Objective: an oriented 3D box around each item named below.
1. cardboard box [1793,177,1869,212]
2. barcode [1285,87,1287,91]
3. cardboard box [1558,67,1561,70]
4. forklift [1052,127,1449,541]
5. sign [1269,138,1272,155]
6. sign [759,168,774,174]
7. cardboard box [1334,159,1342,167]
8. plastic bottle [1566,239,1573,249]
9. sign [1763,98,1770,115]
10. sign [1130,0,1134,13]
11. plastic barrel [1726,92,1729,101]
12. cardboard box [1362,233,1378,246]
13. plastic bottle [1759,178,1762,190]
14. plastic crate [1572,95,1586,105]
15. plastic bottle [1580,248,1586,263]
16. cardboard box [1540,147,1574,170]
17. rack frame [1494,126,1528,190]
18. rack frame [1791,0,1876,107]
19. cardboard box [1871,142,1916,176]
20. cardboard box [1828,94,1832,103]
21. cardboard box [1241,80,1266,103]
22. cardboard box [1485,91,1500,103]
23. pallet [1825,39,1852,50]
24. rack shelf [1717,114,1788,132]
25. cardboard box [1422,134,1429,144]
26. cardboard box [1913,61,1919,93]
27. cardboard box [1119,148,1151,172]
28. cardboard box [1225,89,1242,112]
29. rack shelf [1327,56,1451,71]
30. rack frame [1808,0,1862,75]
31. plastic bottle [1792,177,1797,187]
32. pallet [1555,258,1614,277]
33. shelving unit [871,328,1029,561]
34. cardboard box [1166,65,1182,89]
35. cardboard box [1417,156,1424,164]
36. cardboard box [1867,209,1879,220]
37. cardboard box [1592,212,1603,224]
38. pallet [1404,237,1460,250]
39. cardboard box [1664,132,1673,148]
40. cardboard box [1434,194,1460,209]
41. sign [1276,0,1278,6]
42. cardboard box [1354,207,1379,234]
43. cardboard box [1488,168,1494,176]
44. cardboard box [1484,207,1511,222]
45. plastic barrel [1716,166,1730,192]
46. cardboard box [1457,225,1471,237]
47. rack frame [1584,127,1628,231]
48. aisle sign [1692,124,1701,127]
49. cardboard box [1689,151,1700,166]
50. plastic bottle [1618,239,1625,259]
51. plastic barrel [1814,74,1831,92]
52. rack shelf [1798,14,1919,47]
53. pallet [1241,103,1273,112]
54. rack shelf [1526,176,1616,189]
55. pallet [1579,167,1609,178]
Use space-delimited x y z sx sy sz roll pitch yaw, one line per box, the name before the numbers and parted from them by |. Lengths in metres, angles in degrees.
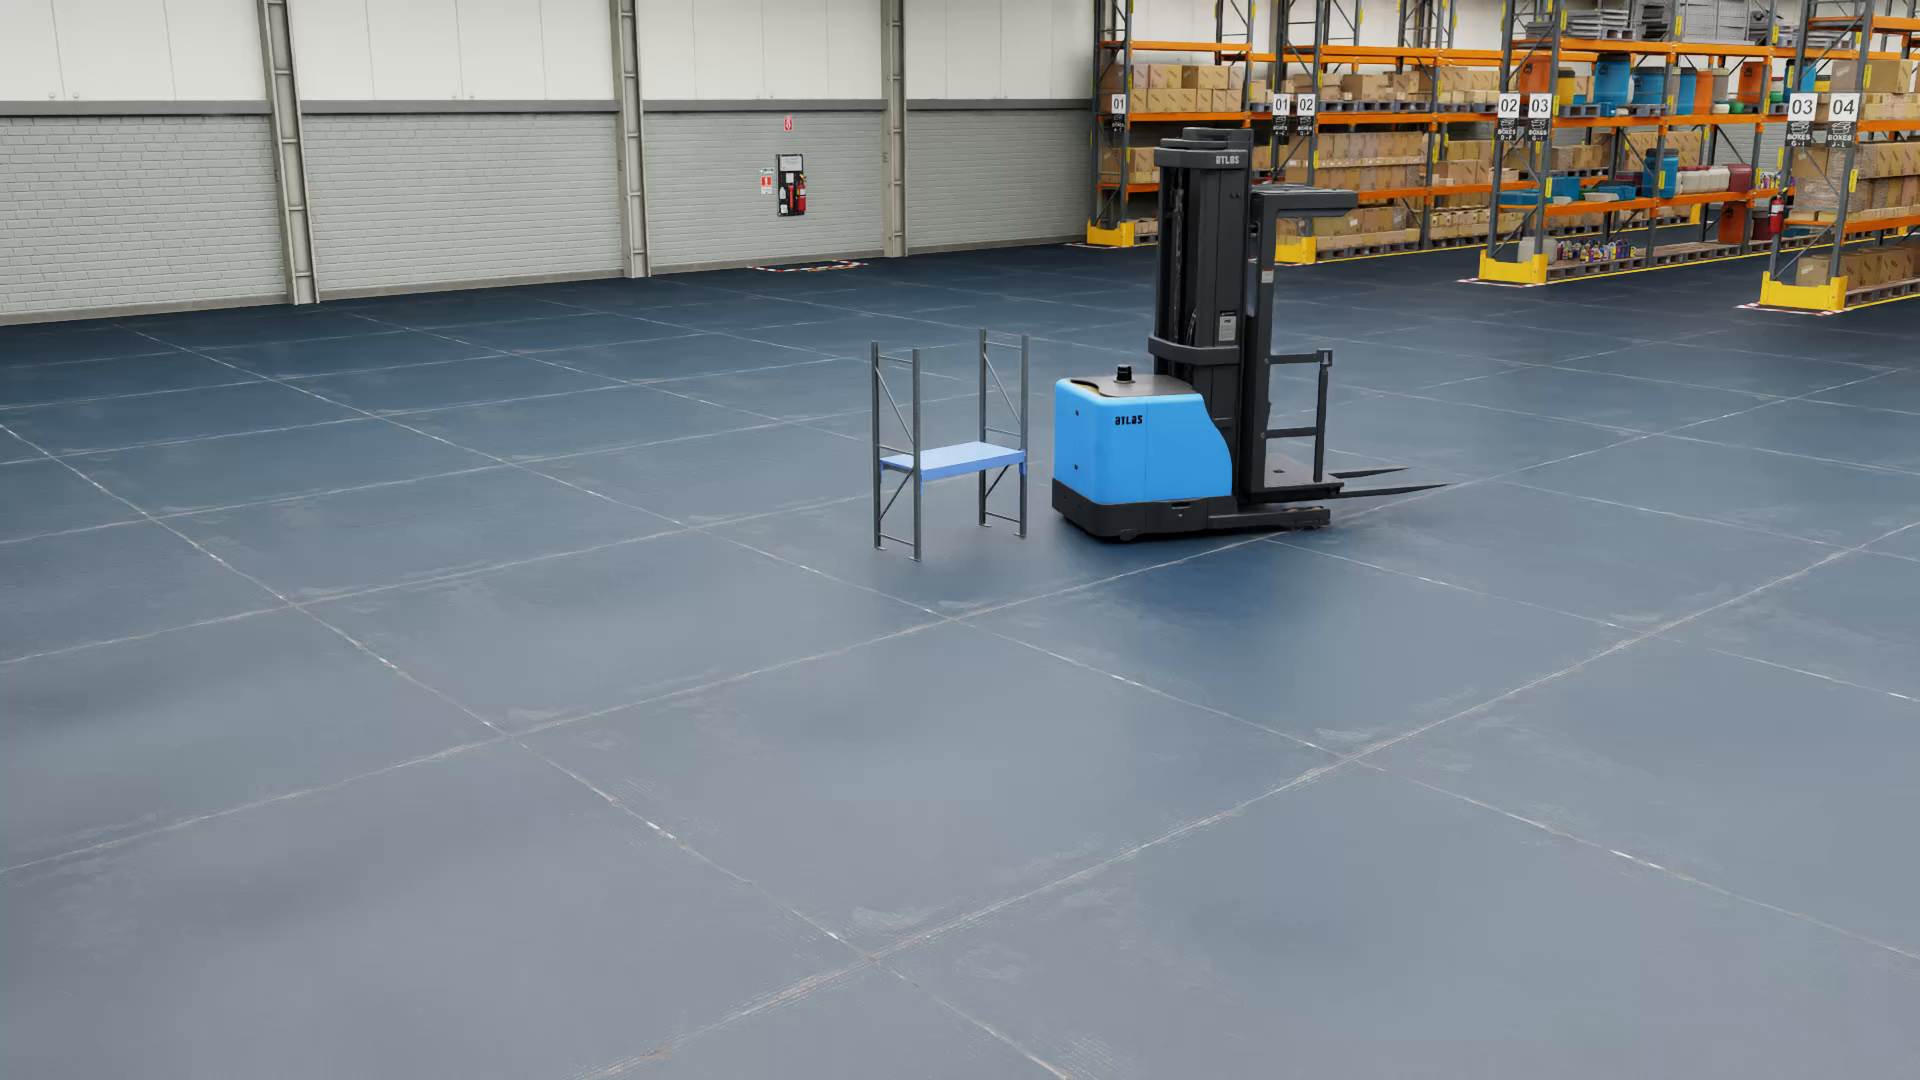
cardboard box | 13.439 -5.344 25.674 0.500 0.500 0.875 -13 19 -39
barcode | 6.417 -8.868 32.699 0.075 0.075 0.001 -13 19 -39
cardboard box | 13.259 -10.488 37.759 0.500 0.500 0.500 -13 19 -39
forklift | 2.288 -1.607 12.588 3.031 2.935 1.130 -4 16 -16
sign | 6.161 -7.775 32.843 0.005 0.325 0.100 -13 19 -39
sign | -3.679 -7.015 31.604 0.331 0.109 0.001 -13 19 -39
cardboard box | 7.330 -7.467 32.940 0.250 0.149 0.380 -13 19 -39
plastic bottle | 11.428 -5.479 31.229 0.185 0.351 0.144 -13 20 -40
sign | 16.157 -8.676 33.310 0.005 0.325 0.100 -13 19 -39
sign | 3.608 -11.239 34.926 0.005 0.325 0.100 -13 19 -39
plastic barrel | 15.355 -8.894 33.704 0.421 0.512 0.421 0 15 0
cardboard box | 8.190 -6.169 34.047 0.500 0.250 0.500 -13 19 -39
plastic bottle | 16.434 -7.346 34.189 0.097 0.271 0.097 0 15 0
plastic crate | 10.996 -7.851 30.050 0.575 0.384 0.392 -13 19 -39
plastic bottle | 11.327 -5.169 30.224 0.097 0.271 0.097 0 15 0
cardboard box | 13.758 -8.846 38.547 0.500 0.500 0.700 -9 17 -29
rack frame | 15.322 -10.667 46.374 0.127 3.000 1.000 -13 19 -39
rack frame | 13.006 -7.962 24.622 0.127 3.000 1.000 -13 19 -39
cardboard box | 14.731 -6.033 26.318 0.500 0.500 0.500 -13 19 -39
cardboard box | 13.284 -6.762 25.460 0.250 0.149 0.380 -13 20 -41
cardboard box | 6.734 -10.412 38.598 0.500 0.500 0.500 -9 18 -32
cardboard box | 11.413 -9.653 36.241 0.500 0.250 0.500 -13 20 -40
pallet | 18.204 -10.529 35.371 1.213 0.211 1.003 -13 19 -39
rack shelf | 17.299 -8.824 35.054 4.000 0.370 1.077 -13 19 -39
cardboard box | 11.728 -10.340 42.886 0.500 0.250 0.500 -12 19 -38
cardboard box | 15.852 -7.499 26.959 0.500 0.500 0.500 -13 20 -41
cardboard box | 3.809 -8.279 36.230 0.500 0.500 0.500 -13 19 -39
cardboard box | 6.049 -10.008 37.859 0.500 0.500 0.500 -12 19 -38
rack shelf | 10.796 -12.009 41.939 4.000 0.370 1.077 -13 19 -39
rack frame | 18.808 -10.960 35.842 0.127 3.000 1.000 -13 19 -39
plastic bottle | 17.645 -7.618 35.182 0.133 0.283 0.061 -13 19 -39
pallet | 11.318 -5.045 30.729 1.213 0.211 1.003 -13 19 -39
shelving unit | -0.064 -0.710 12.002 1.048 1.500 0.538 -13 19 -39
cardboard box | 4.493 -10.129 36.377 0.500 0.500 0.500 -12 19 -38
cardboard box | 9.459 -7.945 34.730 0.250 0.149 0.380 -13 20 -39
cardboard box | 14.146 -5.110 26.055 0.250 0.149 0.380 -13 19 -39
cardboard box | 14.996 -7.809 39.665 0.500 0.500 0.500 -13 19 -39
pallet | 10.054 -6.456 36.011 1.213 0.211 1.003 -13 19 -39
cardboard box | 17.265 -9.845 41.162 0.500 0.500 0.500 -12 19 -38
cardboard box | 12.936 -9.092 44.505 0.500 0.500 0.700 -12 19 -39
sign | 6.161 -10.489 32.118 0.005 0.325 0.100 -13 19 -39
cardboard box | 8.190 -6.531 33.950 0.500 0.500 0.500 -13 19 -39
cardboard box | 11.740 -8.192 37.278 0.500 0.311 0.500 -13 20 -40
cardboard box | 11.920 -7.268 37.074 0.500 0.311 0.500 -13 20 -40
plastic barrel | 15.154 -7.222 33.257 0.421 0.512 0.421 0 15 0
cardboard box | 10.766 -6.740 36.185 0.500 0.250 0.500 -13 20 -41
rack frame | 15.559 -9.026 40.229 0.127 3.000 1.000 -13 19 -39
aisle sign | 18.829 -10.912 42.250 0.004 0.787 0.394 -13 19 -39
cardboard box | 18.417 -9.623 42.270 0.500 0.500 0.500 -12 19 -38
plastic bottle | 12.331 -5.441 31.088 0.185 0.351 0.144 -14 20 -42
plastic barrel | 18.252 -9.610 35.424 0.600 0.588 0.600 0 15 0
rack shelf | 14.515 -7.952 25.984 4.000 0.370 1.077 -13 19 -39
pallet | 6.805 -10.077 38.714 1.003 0.211 1.213 -13 19 -39
rack shelf | 14.050 -8.340 39.053 4.000 0.370 1.077 -13 19 -39
pallet | 14.884 -8.819 39.826 1.213 0.211 1.003 -13 19 -39
